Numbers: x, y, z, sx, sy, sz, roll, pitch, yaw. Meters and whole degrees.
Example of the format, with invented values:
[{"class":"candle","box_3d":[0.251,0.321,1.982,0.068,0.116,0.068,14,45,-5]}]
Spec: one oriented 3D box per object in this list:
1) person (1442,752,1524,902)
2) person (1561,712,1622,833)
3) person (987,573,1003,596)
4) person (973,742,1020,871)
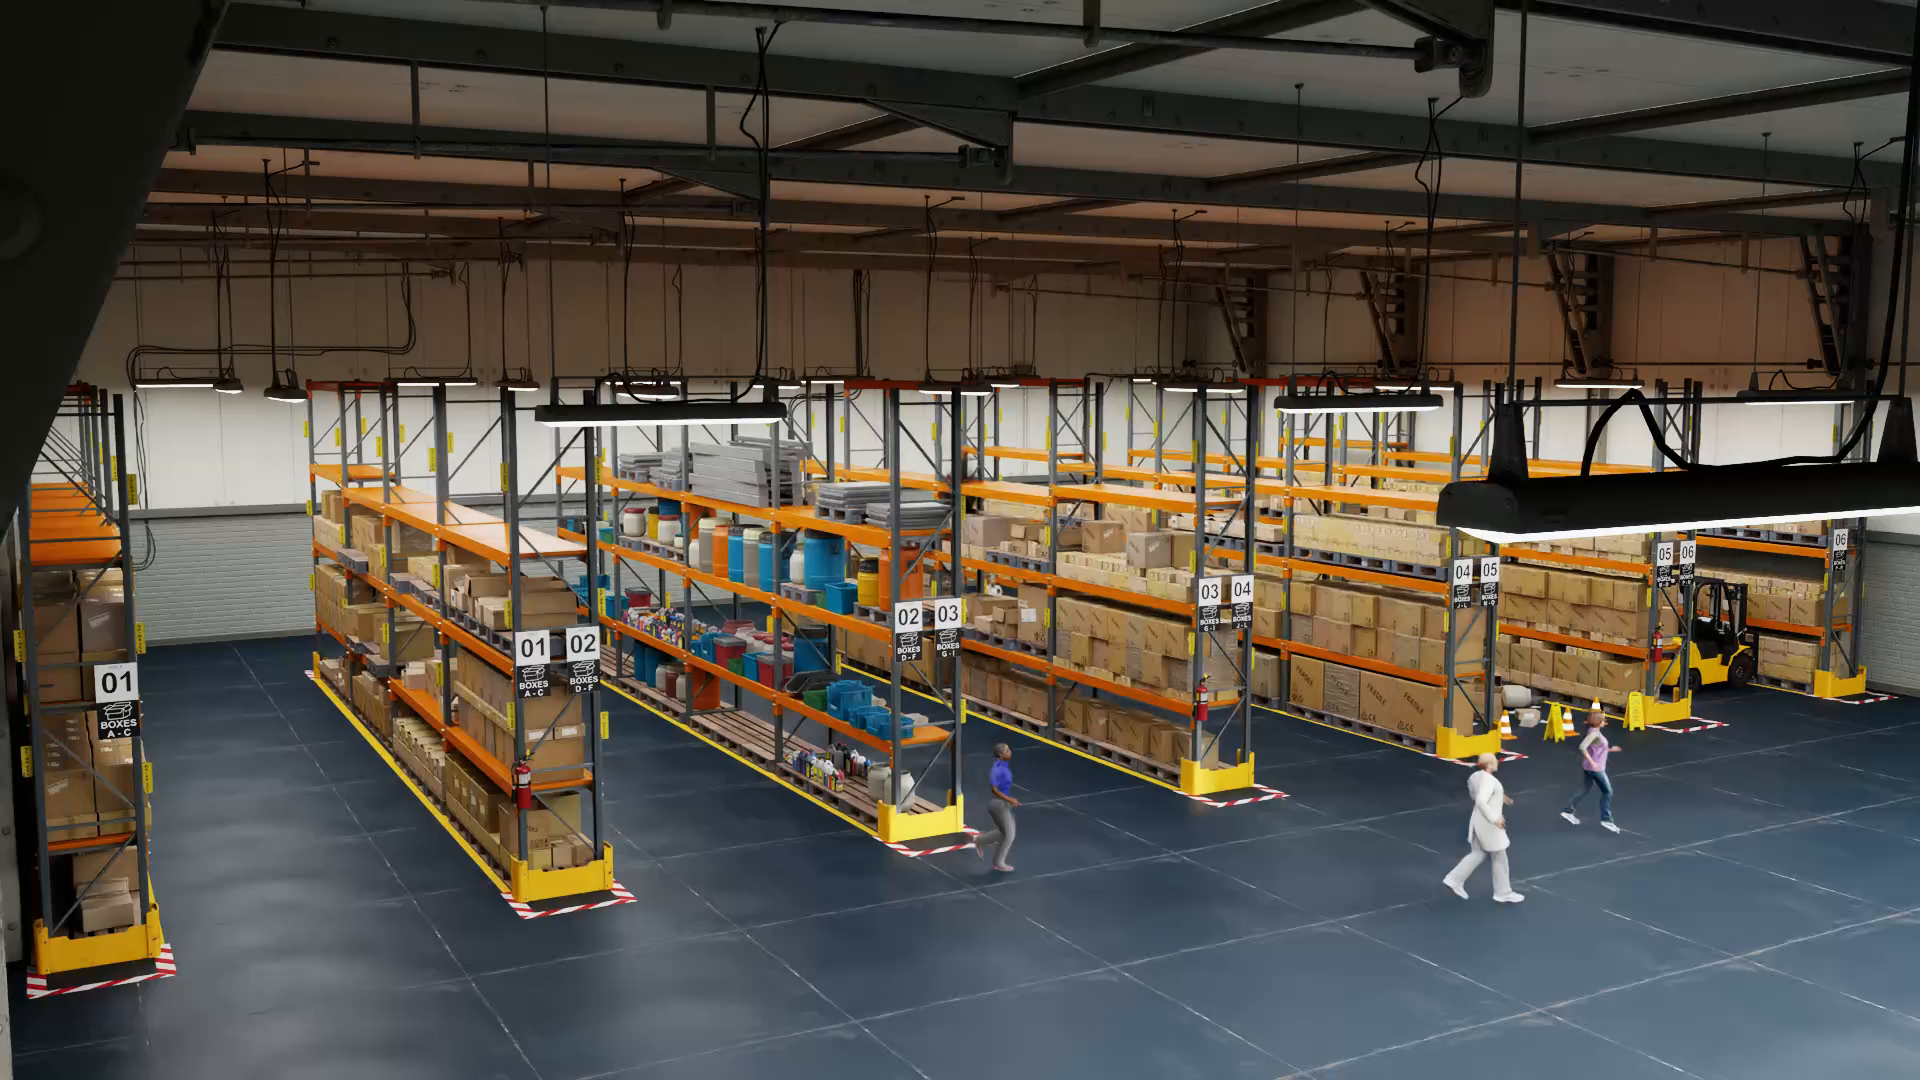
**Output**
[{"class":"person","box_3d":[6.147,3.355,19.452,0.961,1.768,0.715,-1,6,-8]},{"class":"person","box_3d":[8.569,3.129,22.533,0.754,1.632,0.517,1,6,10]},{"class":"person","box_3d":[0.739,1.562,37.007,0.589,1.674,0.624,-3,7,-27]},{"class":"person","box_3d":[0.459,3.338,20.871,0.610,1.608,0.622,1,6,6]}]
